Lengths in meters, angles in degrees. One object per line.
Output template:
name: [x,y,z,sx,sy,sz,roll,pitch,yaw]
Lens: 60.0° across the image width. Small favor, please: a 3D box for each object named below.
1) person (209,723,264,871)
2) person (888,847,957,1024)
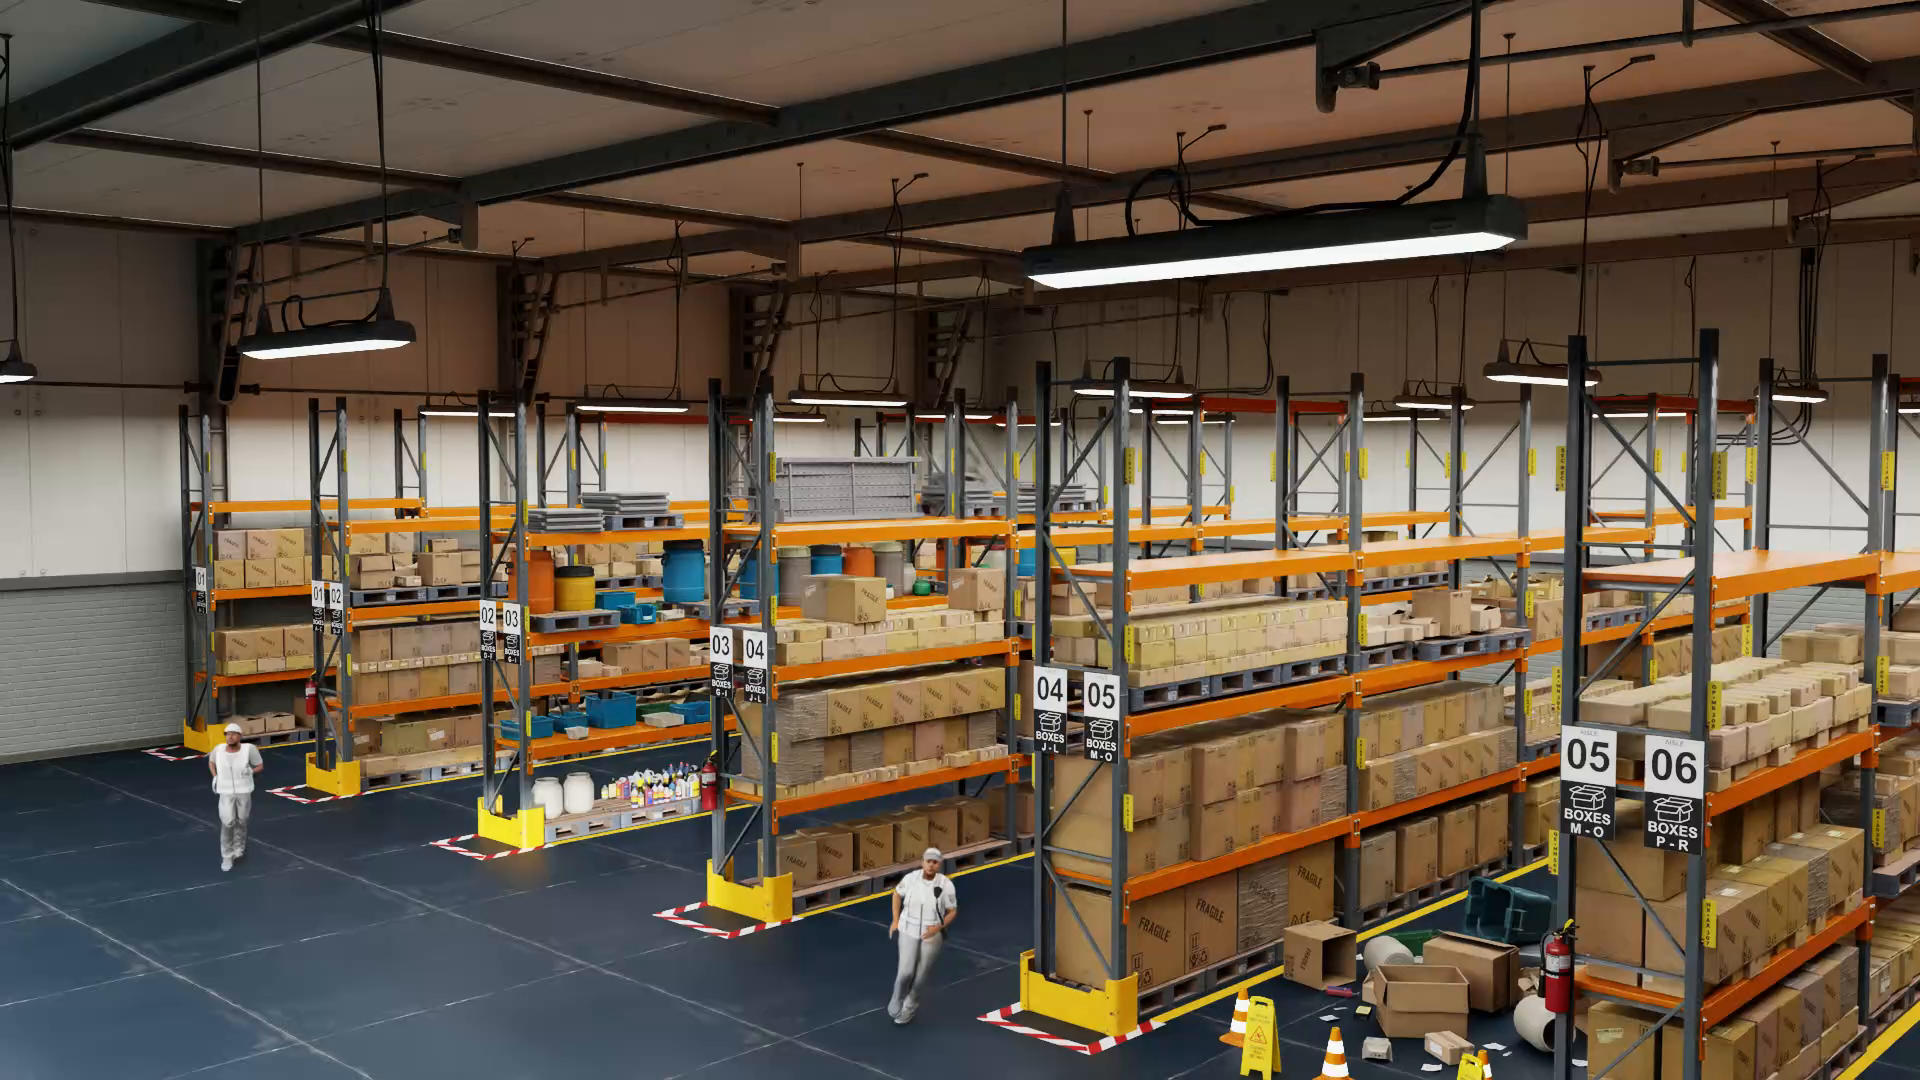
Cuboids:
person: [-9.032,3.197,20.766,0.644,1.843,0.762,-1,3,-21]
person: [-0.340,3.571,14.946,0.625,1.599,0.577,0,3,3]
